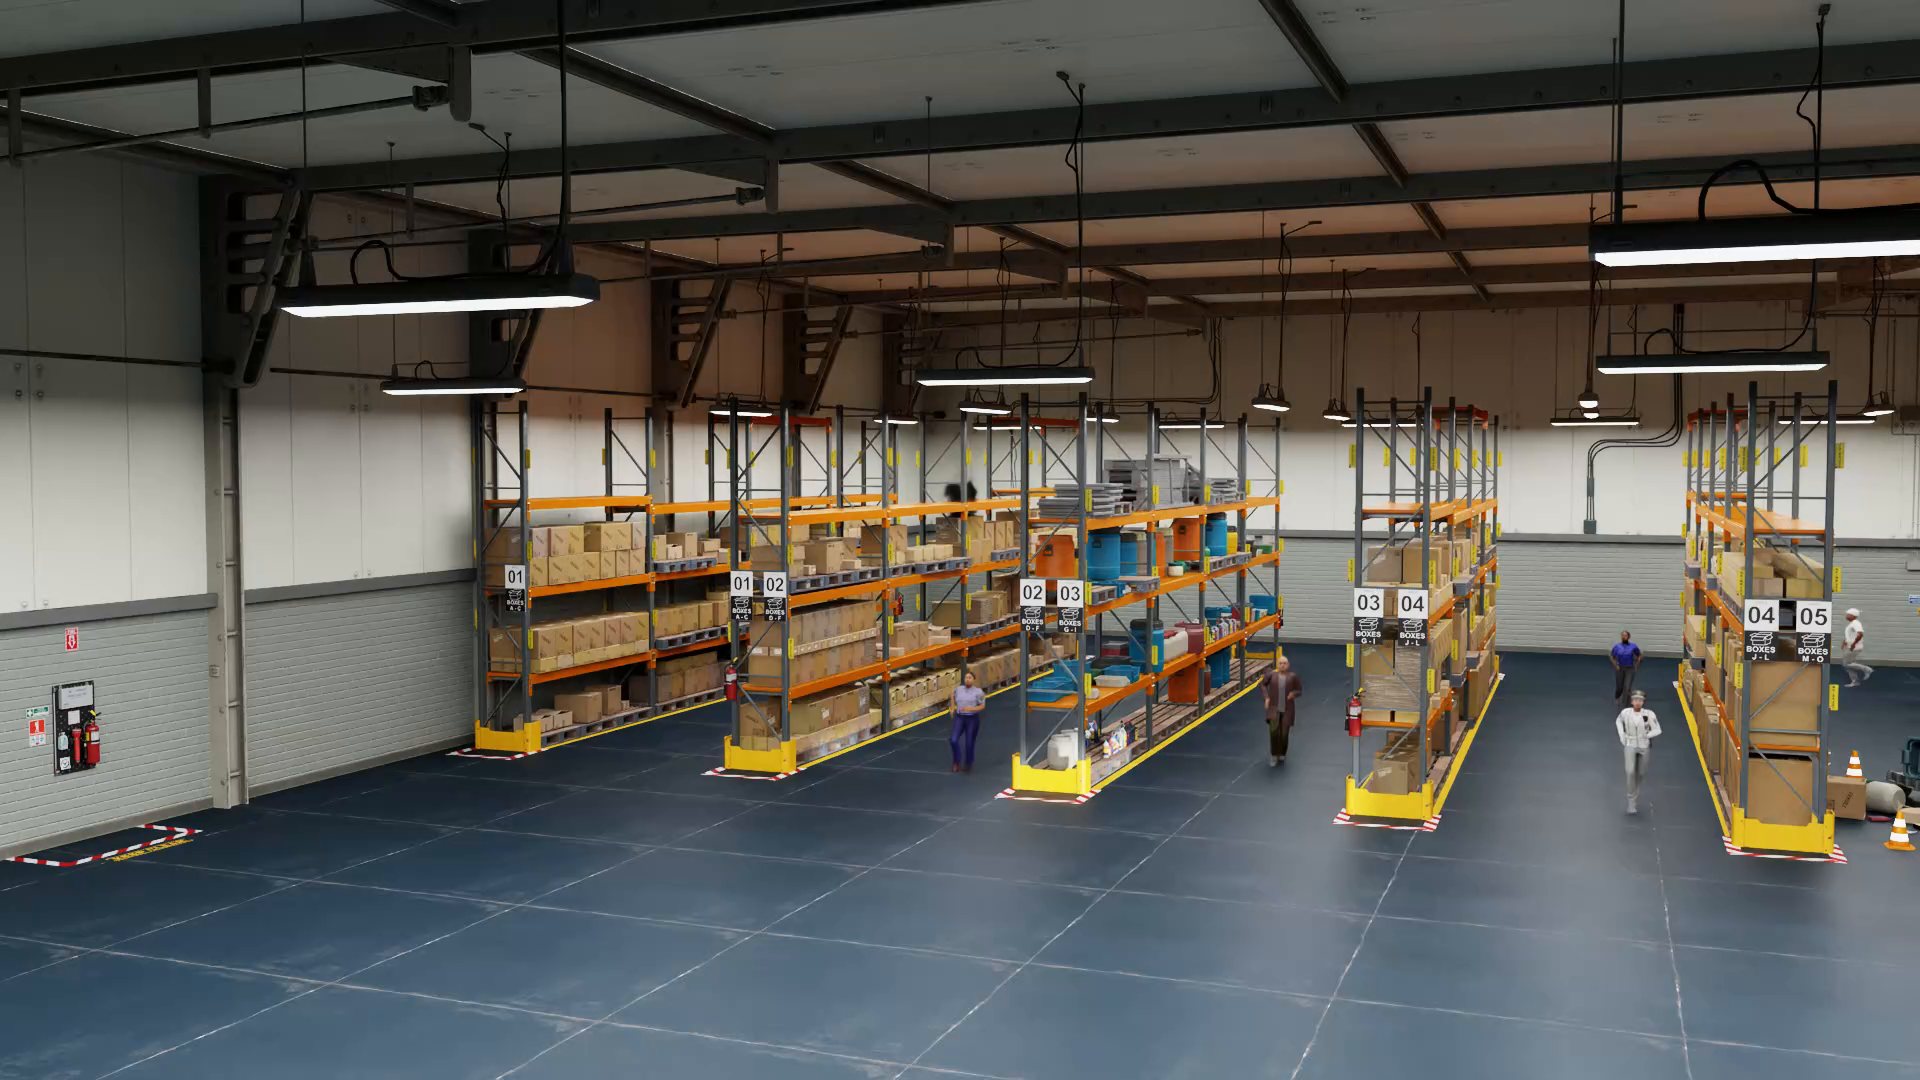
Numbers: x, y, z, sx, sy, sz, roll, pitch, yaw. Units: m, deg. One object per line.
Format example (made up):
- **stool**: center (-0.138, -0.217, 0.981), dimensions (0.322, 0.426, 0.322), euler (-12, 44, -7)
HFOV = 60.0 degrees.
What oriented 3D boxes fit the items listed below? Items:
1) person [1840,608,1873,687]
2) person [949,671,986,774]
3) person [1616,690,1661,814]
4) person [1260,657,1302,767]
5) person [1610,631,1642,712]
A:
- **person**: center (19.671, 2.376, 36.467), dimensions (0.656, 1.737, 0.713), euler (2, 3, 29)
- **person**: center (0.114, 2.907, 26.510), dimensions (0.605, 1.627, 0.629), euler (1, 3, 11)
- **person**: center (9.743, 3.004, 23.875), dimensions (0.580, 1.728, 1.028), euler (1, 3, 16)
- **person**: center (5.238, 2.906, 27.132), dimensions (0.679, 1.618, 0.800), euler (0, 3, 9)
- **person**: center (13.137, 2.606, 32.809), dimensions (0.586, 1.649, 0.769), euler (1, 3, 23)
